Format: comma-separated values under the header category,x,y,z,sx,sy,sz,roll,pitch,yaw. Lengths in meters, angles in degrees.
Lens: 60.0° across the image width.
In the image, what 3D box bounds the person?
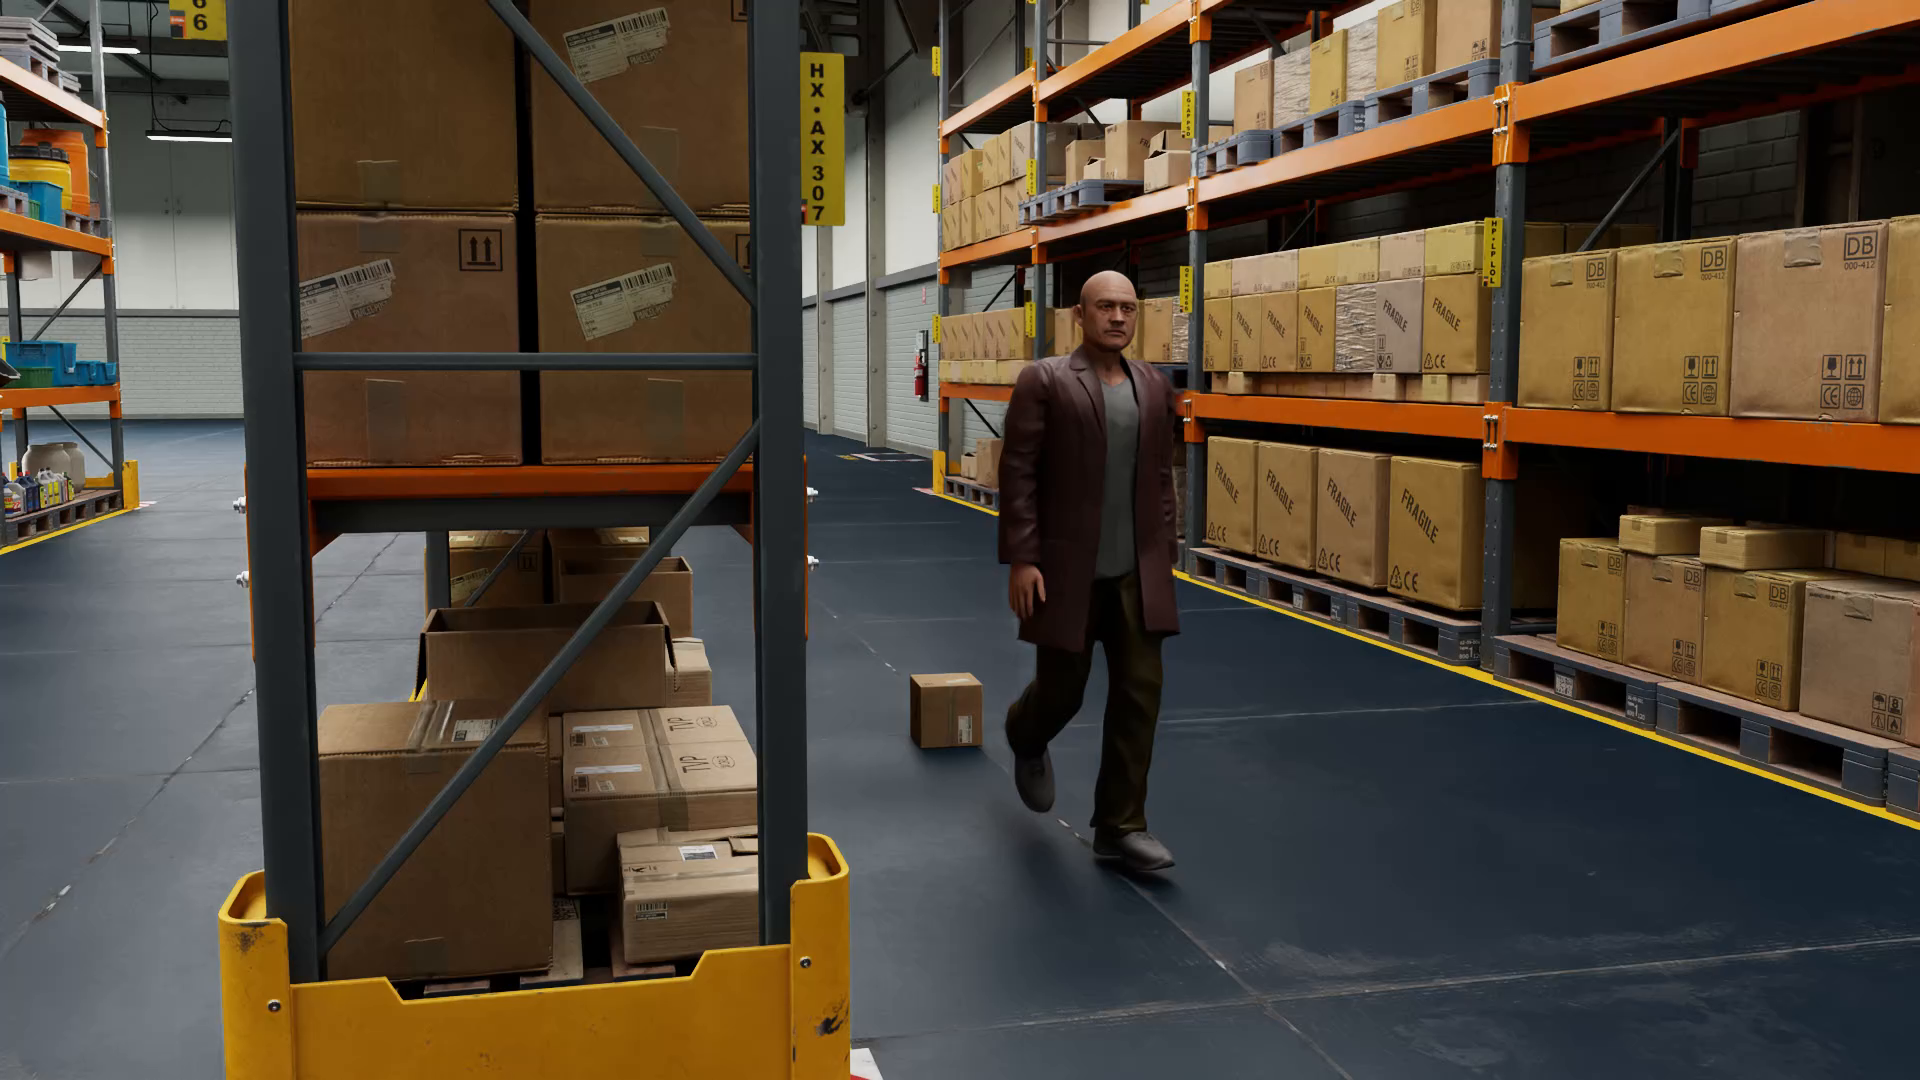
category,x,y,z,sx,sy,sz,roll,pitch,yaw
person,0.379,0.069,5.081,0.597,1.754,0.866,-2,6,-18
